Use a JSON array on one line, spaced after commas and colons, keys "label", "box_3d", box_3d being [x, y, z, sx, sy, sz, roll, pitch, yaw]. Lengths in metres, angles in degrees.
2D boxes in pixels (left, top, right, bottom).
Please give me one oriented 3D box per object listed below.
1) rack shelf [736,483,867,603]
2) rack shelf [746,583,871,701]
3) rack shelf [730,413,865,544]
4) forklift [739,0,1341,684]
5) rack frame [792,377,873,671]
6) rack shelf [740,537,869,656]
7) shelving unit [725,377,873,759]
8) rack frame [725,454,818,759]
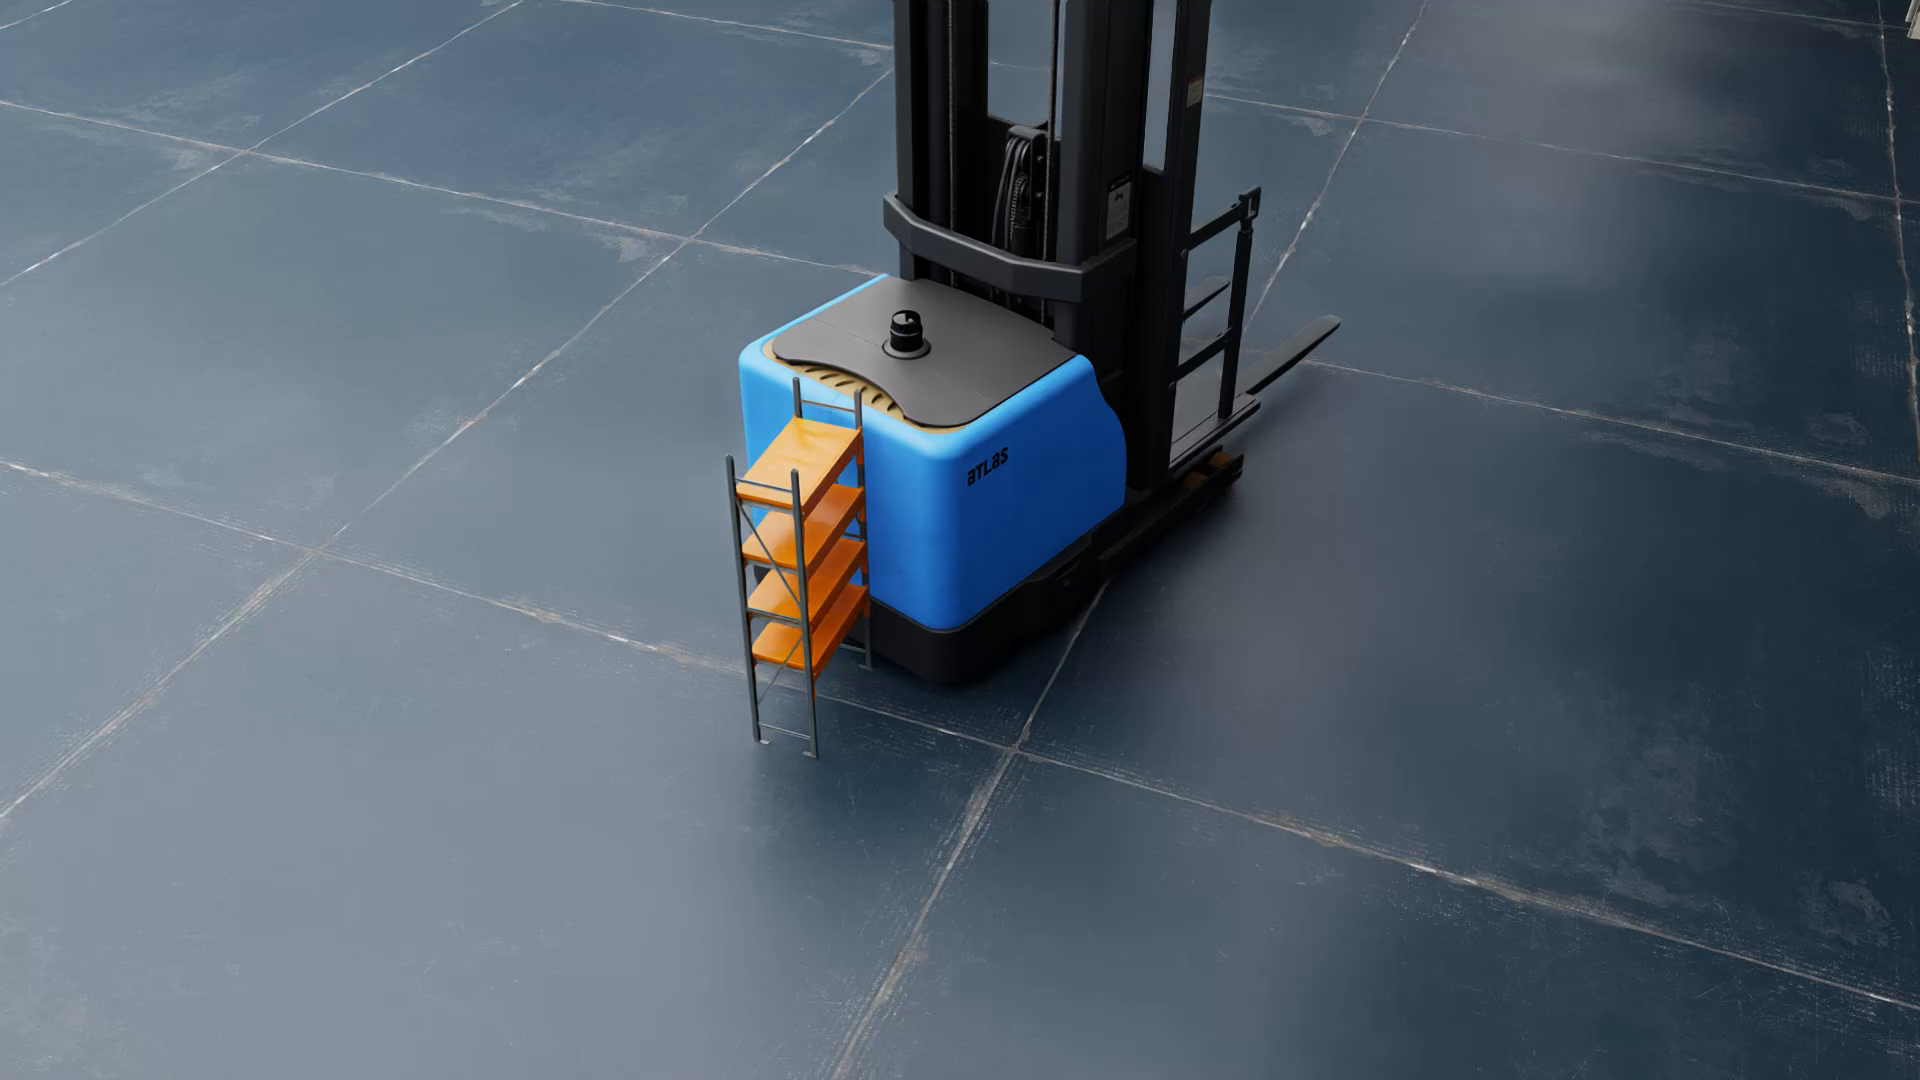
[{"label": "rack shelf", "box_3d": [-0.520, -0.016, 5.508, 0.258, 0.148, 0.480, 12, 39, 16]}, {"label": "rack shelf", "box_3d": [-0.520, 0.322, 5.761, 0.258, 0.148, 0.480, 12, 39, 16]}, {"label": "rack shelf", "box_3d": [-0.520, -0.205, 5.366, 0.258, 0.148, 0.480, 12, 39, 16]}, {"label": "forklift", "box_3d": [0.541, -1.467, 6.265, 1.130, 2.935, 3.031, 27, 45, 31]}, {"label": "rack frame", "box_3d": [-0.435, -0.028, 5.785, 0.240, 1.200, 0.015, 12, 39, 16]}, {"label": "rack shelf", "box_3d": [-0.520, 0.163, 5.642, 0.258, 0.148, 0.480, 12, 39, 16]}, {"label": "shelving unit", "box_3d": [-0.520, 0.109, 5.602, 0.258, 1.200, 0.503, 12, 39, 16]}, {"label": "rack frame", "box_3d": [-0.604, 0.246, 5.418, 0.240, 1.200, 0.015, 12, 39, 16]}]
